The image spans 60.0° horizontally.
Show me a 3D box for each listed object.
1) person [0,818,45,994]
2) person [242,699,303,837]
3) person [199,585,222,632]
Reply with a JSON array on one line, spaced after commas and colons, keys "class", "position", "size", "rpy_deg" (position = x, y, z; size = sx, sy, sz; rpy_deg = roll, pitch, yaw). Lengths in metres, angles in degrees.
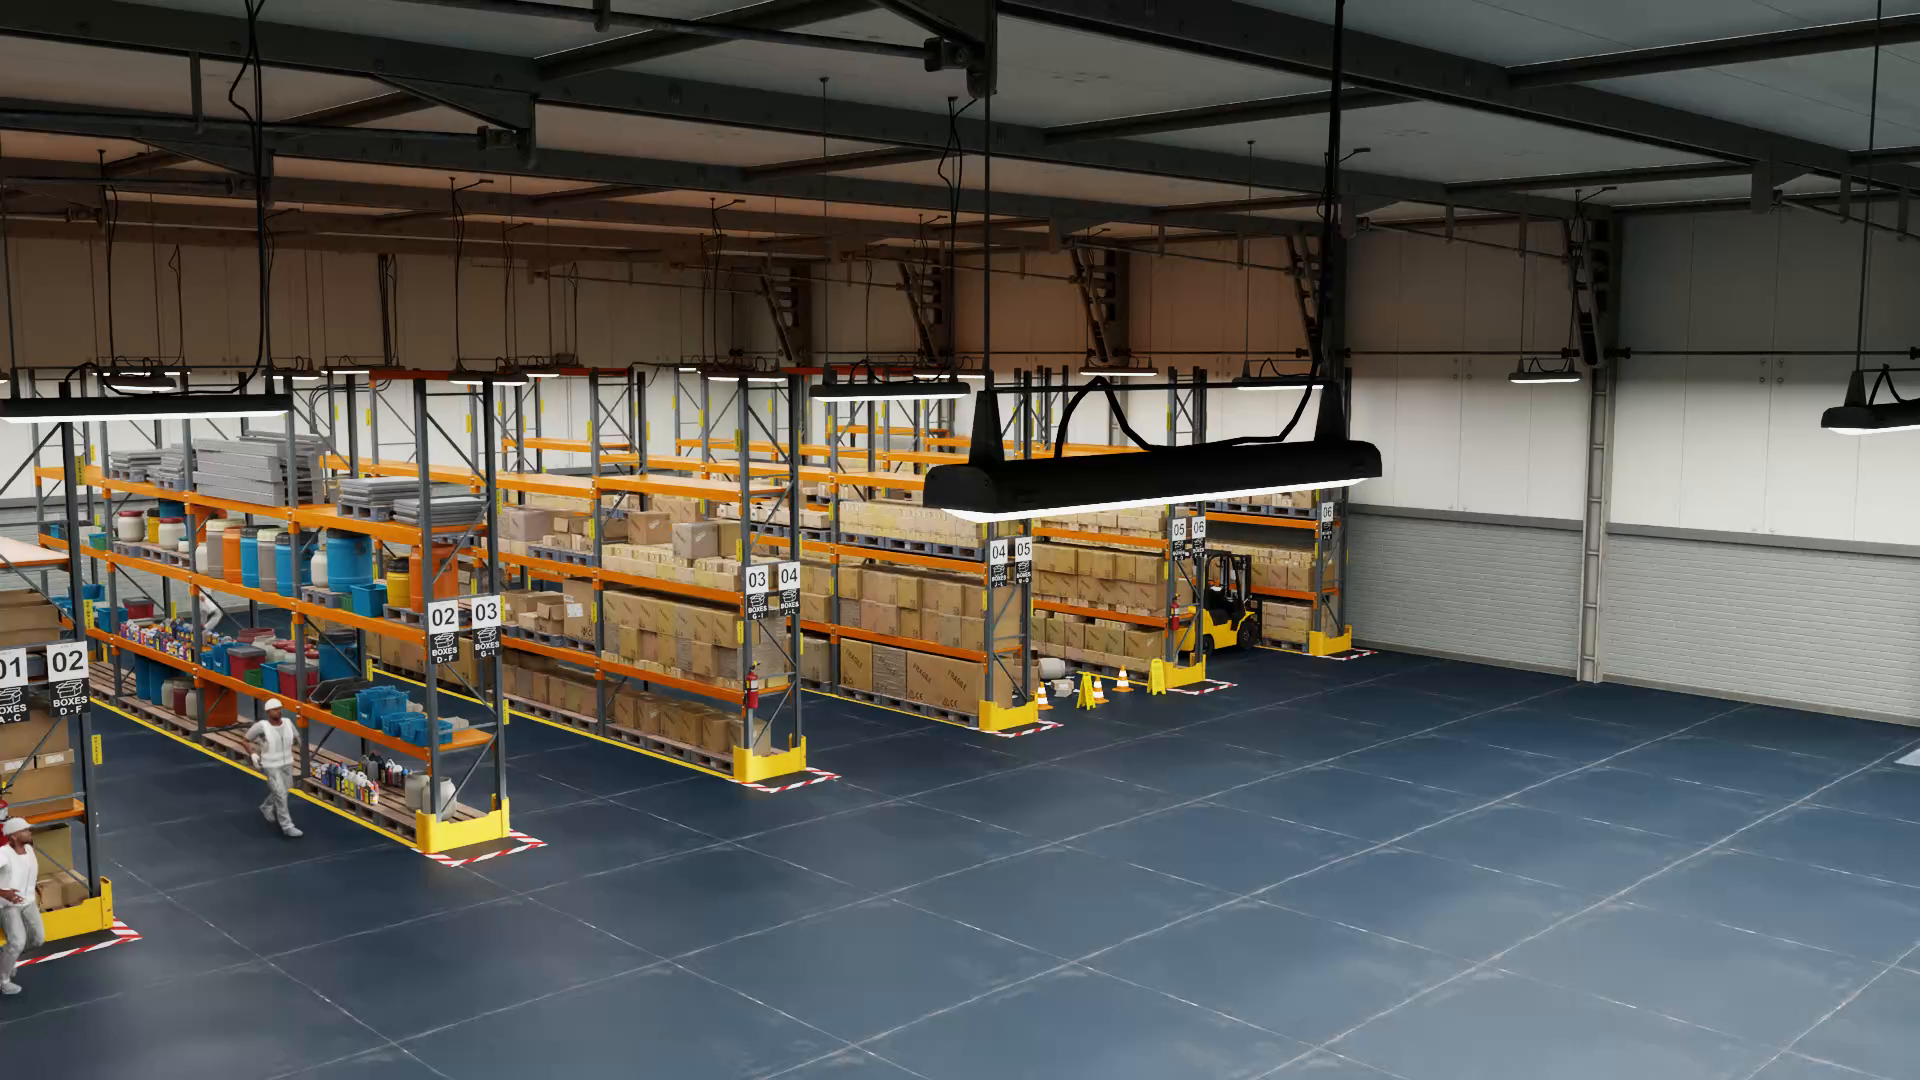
[{"class": "person", "position": [-9.466, 3.622, 16.662], "size": [0.561, 1.683, 0.703], "rpy_deg": [2, 7, 14]}, {"class": "person", "position": [-8.976, 2.956, 21.863], "size": [1.004, 1.762, 0.688], "rpy_deg": [4, 8, 32]}, {"class": "person", "position": [-16.485, 1.366, 36.288], "size": [0.788, 1.763, 0.696], "rpy_deg": [-3, 7, -27]}]
